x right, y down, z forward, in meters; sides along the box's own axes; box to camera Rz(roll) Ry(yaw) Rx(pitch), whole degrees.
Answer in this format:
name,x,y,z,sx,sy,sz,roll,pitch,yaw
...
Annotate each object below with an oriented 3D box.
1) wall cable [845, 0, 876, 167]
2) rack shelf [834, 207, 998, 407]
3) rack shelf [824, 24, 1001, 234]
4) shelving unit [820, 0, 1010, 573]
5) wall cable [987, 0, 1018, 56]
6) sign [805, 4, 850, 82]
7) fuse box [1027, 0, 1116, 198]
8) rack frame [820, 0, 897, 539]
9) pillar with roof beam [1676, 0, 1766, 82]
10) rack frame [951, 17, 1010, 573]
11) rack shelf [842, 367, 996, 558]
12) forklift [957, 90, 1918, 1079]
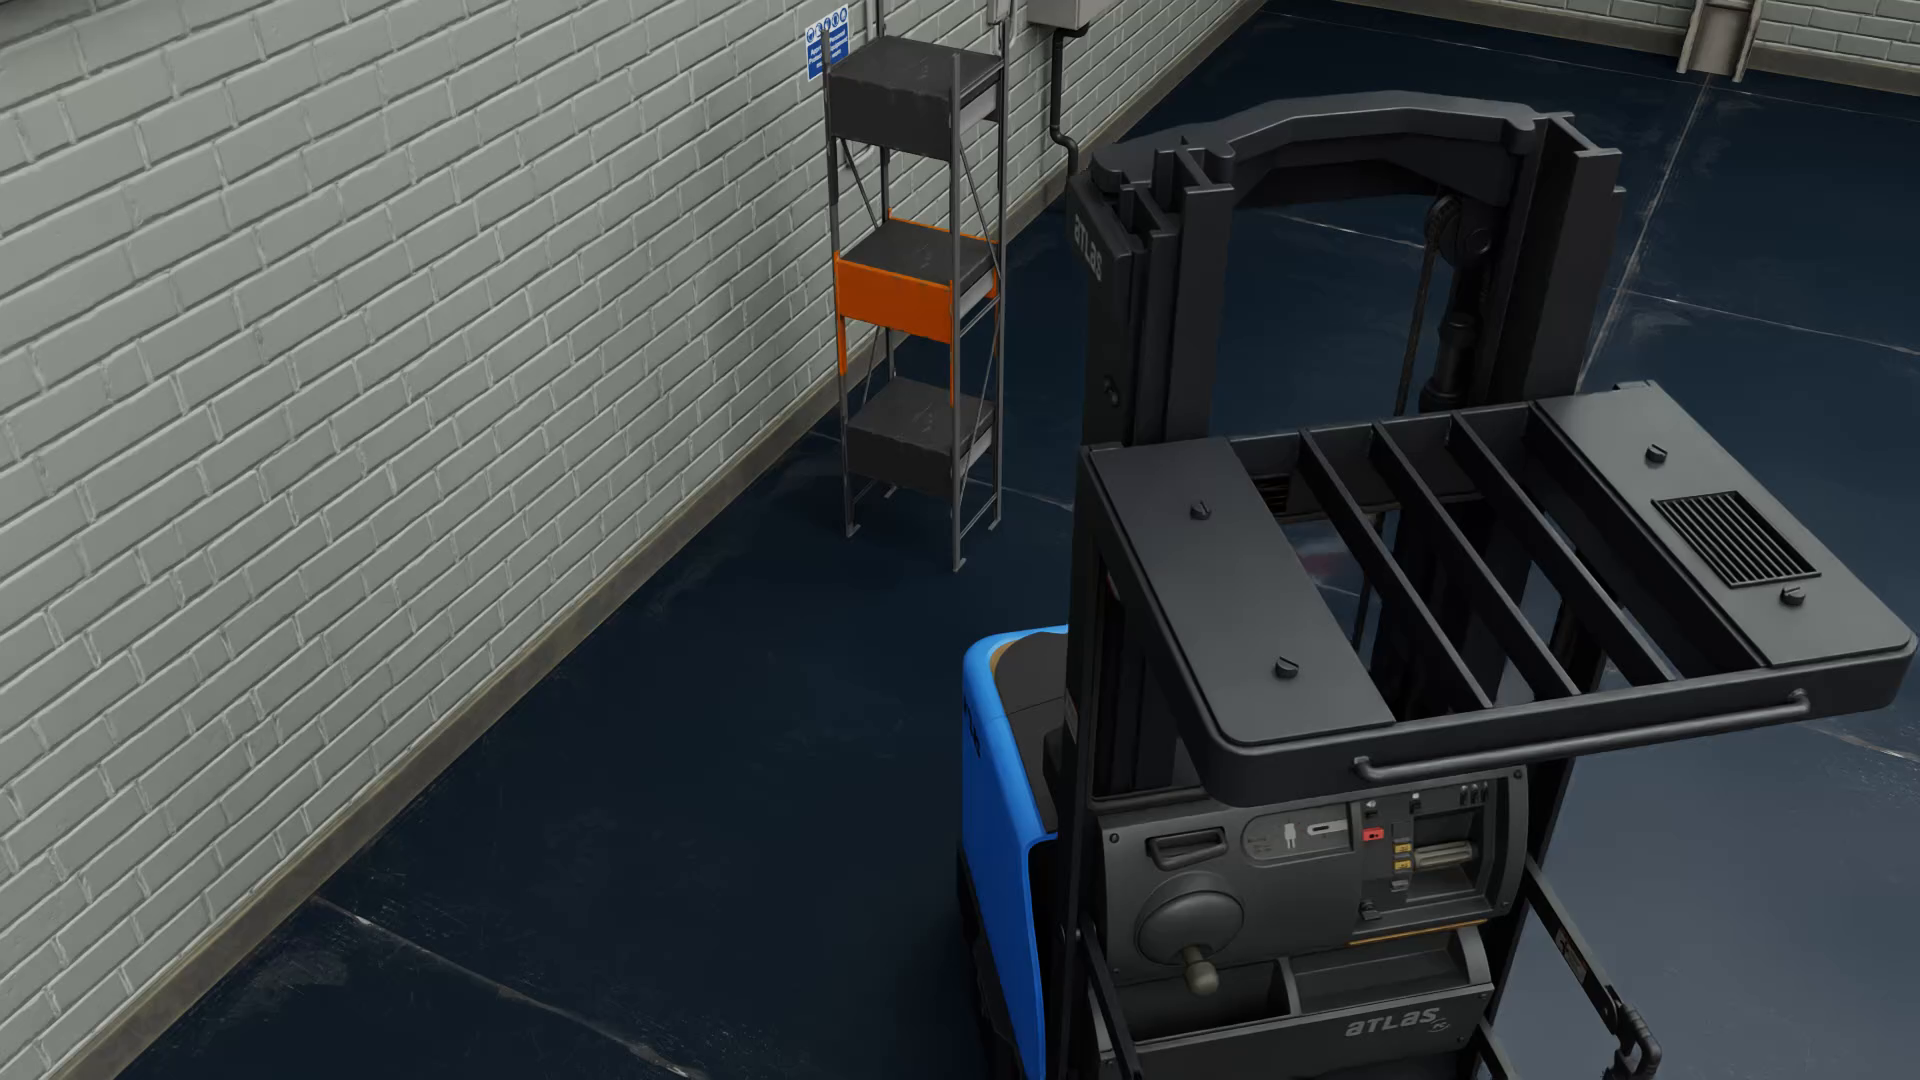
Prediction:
name,x,y,z,sx,sy,sz,roll,pitch,yaw
wall cable,-0.453,-2.317,6.455,0.123,1.953,0.585,17,41,21
rack shelf,-0.147,-0.872,6.184,0.480,0.518,0.431,17,41,21
rack shelf,-0.147,-1.429,5.761,0.480,0.518,0.431,17,41,21
shelving unit,-0.147,-0.882,6.176,0.503,2.100,0.431,17,41,21
wall cable,0.189,-3.069,7.472,0.122,1.984,0.588,17,41,21
sign,-0.530,-1.998,6.678,0.001,0.218,0.327,17,41,21
fuse box,0.642,-2.474,8.594,0.414,1.711,0.539,17,41,21
rack frame,-0.364,-0.950,6.265,0.015,2.100,0.400,17,41,21
pillar with roof beam,2.884,-4.322,5.001,0.400,9.000,9.100,17,41,21
rack frame,0.070,-0.815,6.086,0.015,2.100,0.400,17,41,21
rack shelf,-0.147,-0.314,6.607,0.480,0.518,0.431,17,41,21
forklift,0.793,0.772,3.309,1.130,2.935,3.031,-7,38,-9
